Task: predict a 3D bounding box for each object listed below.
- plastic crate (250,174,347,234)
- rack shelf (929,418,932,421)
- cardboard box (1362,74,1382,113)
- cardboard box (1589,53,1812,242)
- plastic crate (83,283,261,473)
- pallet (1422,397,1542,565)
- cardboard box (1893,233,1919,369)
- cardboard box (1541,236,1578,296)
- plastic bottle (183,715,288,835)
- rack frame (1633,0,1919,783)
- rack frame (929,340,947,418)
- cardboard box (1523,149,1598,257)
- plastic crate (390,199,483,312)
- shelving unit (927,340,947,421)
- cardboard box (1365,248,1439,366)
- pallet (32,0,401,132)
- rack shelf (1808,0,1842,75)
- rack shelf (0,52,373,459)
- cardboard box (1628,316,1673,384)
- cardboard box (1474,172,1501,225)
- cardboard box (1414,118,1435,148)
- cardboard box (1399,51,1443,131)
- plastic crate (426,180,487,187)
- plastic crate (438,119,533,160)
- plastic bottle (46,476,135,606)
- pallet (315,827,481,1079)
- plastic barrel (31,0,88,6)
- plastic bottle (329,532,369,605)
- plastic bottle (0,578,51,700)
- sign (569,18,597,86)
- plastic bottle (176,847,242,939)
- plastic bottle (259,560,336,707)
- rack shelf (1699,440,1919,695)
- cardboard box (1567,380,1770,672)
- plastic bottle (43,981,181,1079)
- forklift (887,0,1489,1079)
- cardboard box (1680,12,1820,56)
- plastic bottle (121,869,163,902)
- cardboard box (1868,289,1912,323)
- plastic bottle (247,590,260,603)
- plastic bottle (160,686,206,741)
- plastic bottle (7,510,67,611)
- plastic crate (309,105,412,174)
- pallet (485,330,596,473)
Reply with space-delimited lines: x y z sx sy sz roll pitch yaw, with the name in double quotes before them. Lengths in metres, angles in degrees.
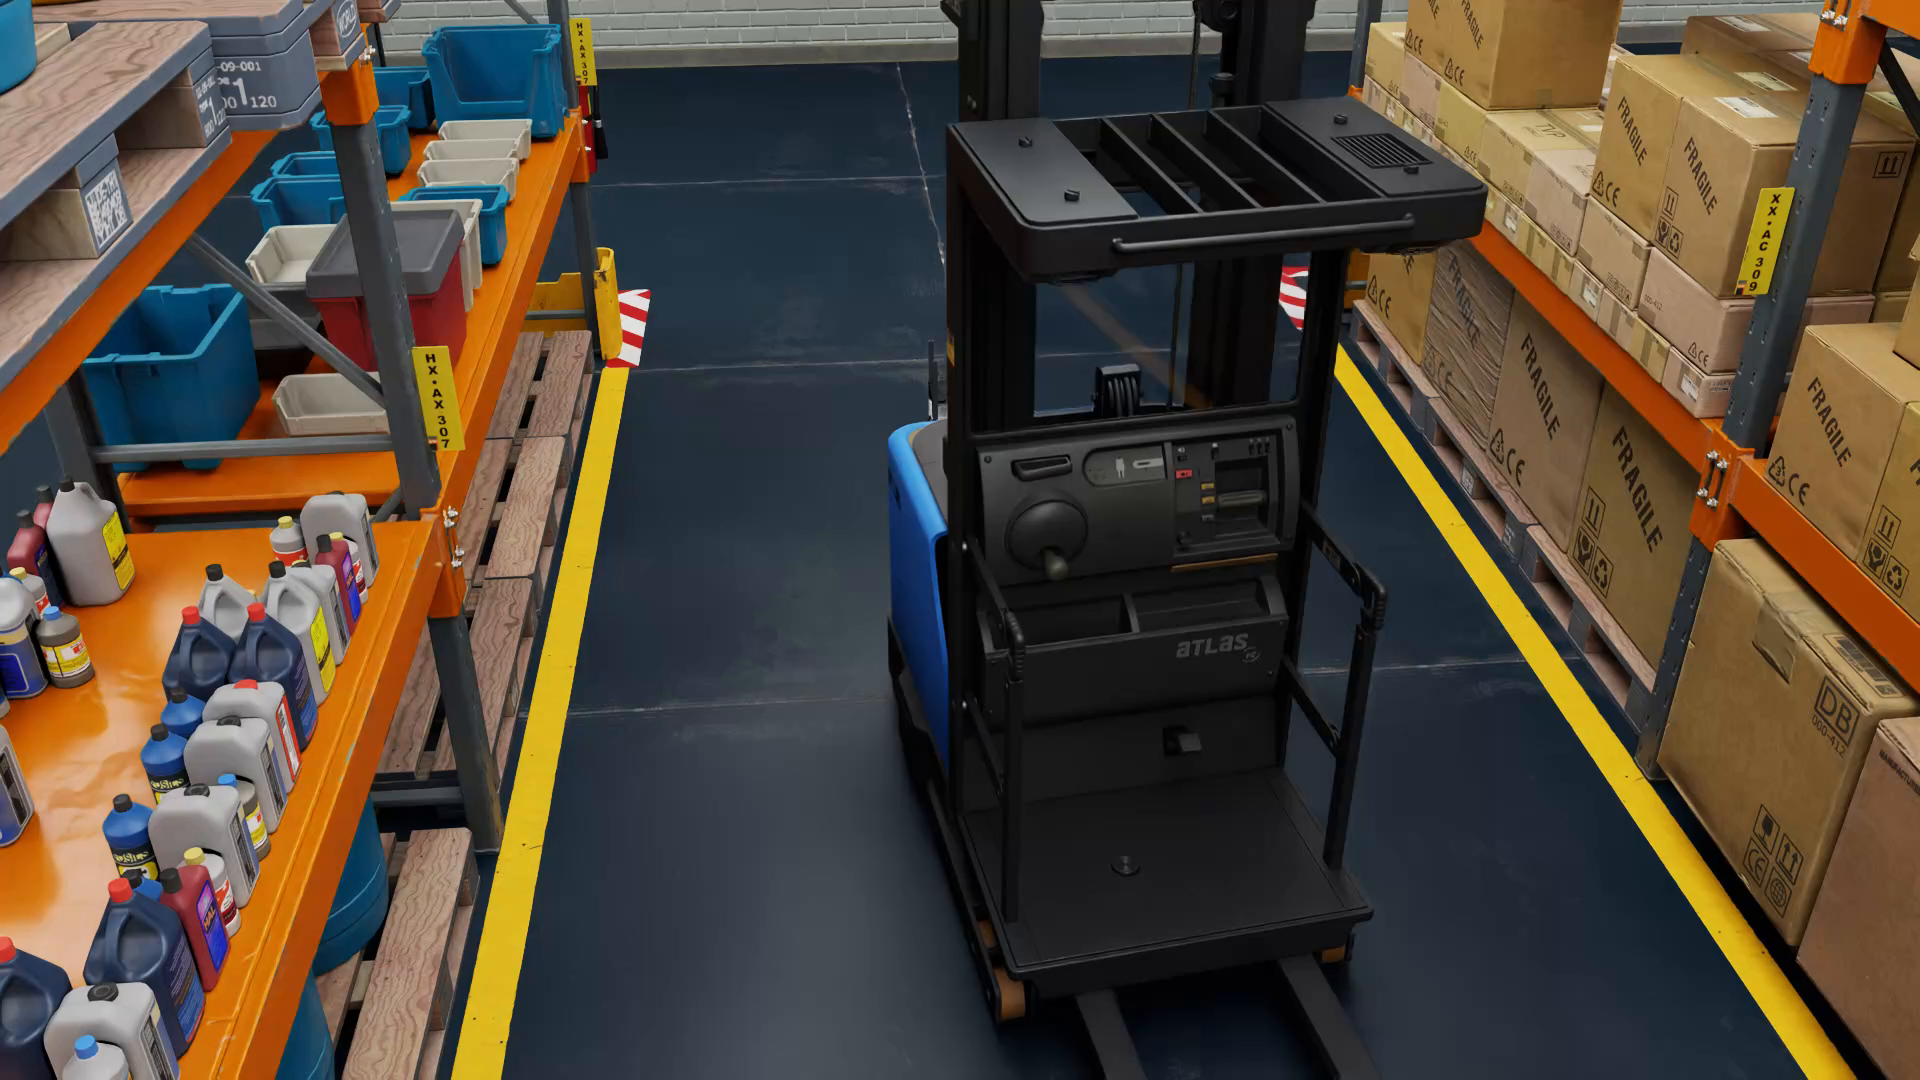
"plastic crate" -2.555 -1.284 6.579 0.416 0.233 0.300 -3 31 -5
"rack shelf" -0.001 -0.439 6.997 0.258 0.077 0.200 -3 31 -5
"cardboard box" 2.234 -2.229 8.302 0.380 0.149 0.250 -2 31 -4
"cardboard box" 2.552 -1.355 5.719 0.500 0.500 0.500 -2 31 -4
"plastic crate" -2.411 -0.496 5.112 0.392 0.384 0.575 -3 31 -5
"pallet" 2.793 -0.311 7.565 1.003 0.211 1.213 -3 31 -5
"cardboard box" 2.971 -0.640 4.321 0.797 0.503 0.637 -4 31 -6
"cardboard box" 2.452 -1.050 6.327 0.380 0.149 0.250 -2 31 -4
"plastic bottle" -1.575 0.497 3.614 0.152 0.276 0.135 -3 31 -5
"rack frame" 2.903 -0.492 5.149 1.000 3.000 0.127 -3 31 -5
"rack frame" -0.010 -0.442 7.113 0.240 0.900 0.006 -3 31 -5
"cardboard box" 2.502 -1.293 6.346 0.500 0.250 0.500 -2 31 -4
"plastic crate" -1.987 -1.018 6.086 0.437 0.282 0.530 -3 31 -5
"shelving unit" -0.001 -0.390 7.026 0.258 0.900 0.210 -3 31 -5
"cardboard box" 2.669 -1.480 8.464 0.875 0.875 0.875 -3 31 -5
"pallet" -1.857 -1.066 3.368 1.213 0.211 1.003 -3 31 -5
"rack shelf" 2.717 -2.492 6.274 1.077 0.370 4.000 -3 31 -5
"rack shelf" -1.841 -0.213 2.457 1.077 0.370 4.000 -3 31 -5
"cardboard box" 2.524 -0.656 5.668 0.380 0.149 0.250 -2 31 -4
"cardboard box" 2.379 -1.444 6.988 0.380 0.149 0.250 -4 31 -6
"cardboard box" 2.309 -1.835 7.641 0.380 0.149 0.250 -3 31 -5
"cardboard box" 2.361 -2.075 7.654 0.500 0.250 0.500 -3 31 -5
"plastic crate" -2.036 -1.362 6.804 0.298 0.136 0.250 -3 31 -5
"plastic crate" -2.145 -1.802 7.540 0.396 0.136 0.243 -3 31 -5
"plastic bottle" -2.314 -0.018 4.403 0.144 0.351 0.185 -3 31 -5
"pallet" -1.997 1.338 4.804 1.003 0.211 1.213 -3 31 -5
"plastic barrel" -1.741 -1.347 3.062 0.600 0.588 0.600 0 31 0
"plastic bottle" -1.631 0.074 4.395 0.097 0.201 0.097 0 31 0
"plastic bottle" -2.330 0.240 4.044 0.152 0.276 0.135 -3 31 -5
"sign" -1.855 -2.402 8.187 0.100 0.325 0.005 -3 31 -5
"plastic bottle" -1.516 0.705 3.338 0.097 0.201 0.097 0 31 0
"plastic bottle" -1.616 0.220 4.005 0.144 0.351 0.185 -3 31 -5
"rack shelf" 3.090 0.838 3.624 1.077 0.370 4.000 -3 31 -5
"cardboard box" 2.921 -0.101 6.156 0.875 0.875 0.875 -3 31 -5
"plastic bottle" -1.502 0.896 2.945 0.152 0.276 0.135 -3 31 -5
"forklift" 0.561 -0.063 4.498 1.130 2.935 3.031 -7 32 -11
"cardboard box" 3.022 -1.651 6.214 0.500 0.500 0.500 -4 31 -6
"plastic bottle" -1.564 0.746 3.201 0.097 0.271 0.097 0 31 0
"cardboard box" 3.120 -0.808 5.534 0.500 0.250 0.500 -3 31 -5
"plastic bottle" -1.758 0.218 4.153 0.097 0.201 0.097 0 31 0
"plastic bottle" -1.710 0.446 3.704 0.097 0.271 0.097 0 31 0
"plastic bottle" -2.406 0.071 4.320 0.061 0.283 0.133 -3 31 -5
"plastic crate" -2.645 -1.773 7.398 0.416 0.233 0.300 -3 31 -5
"pallet" -2.363 -0.677 8.178 1.003 0.211 1.213 -3 31 -5
